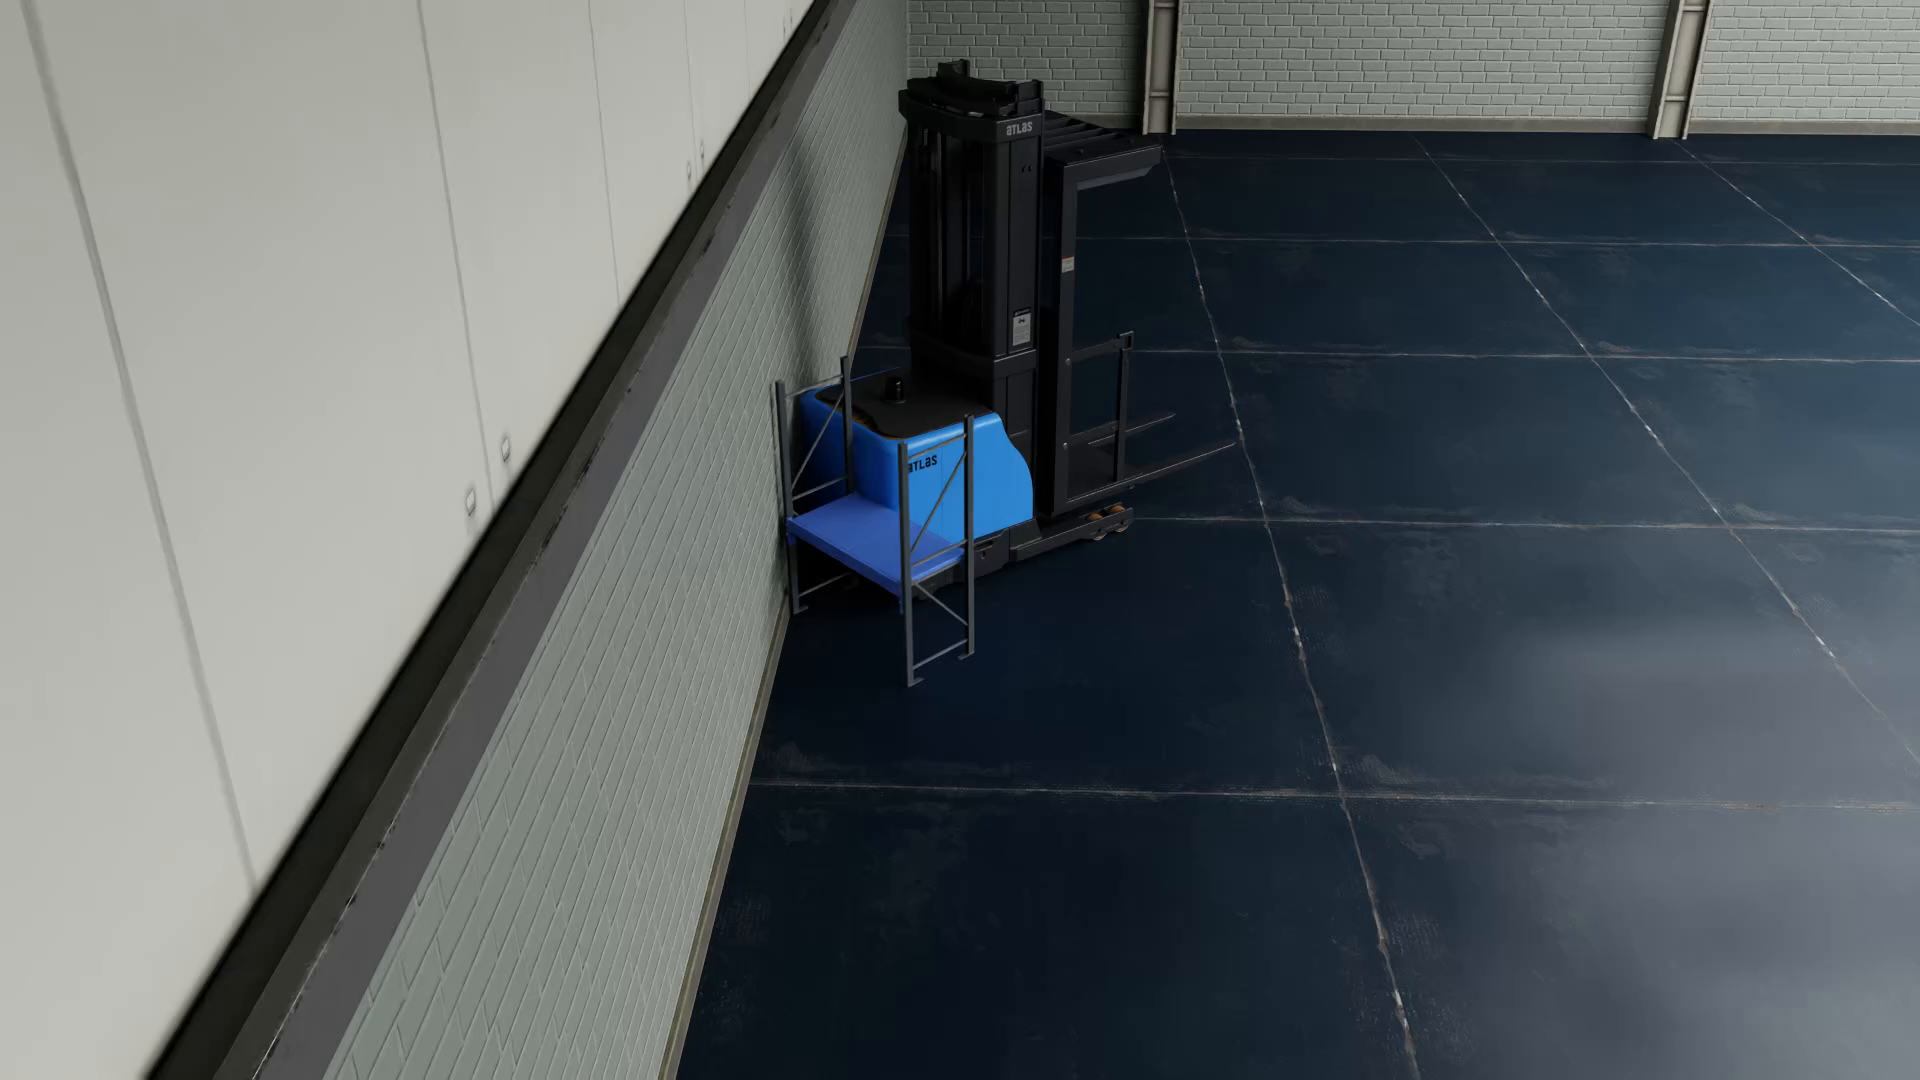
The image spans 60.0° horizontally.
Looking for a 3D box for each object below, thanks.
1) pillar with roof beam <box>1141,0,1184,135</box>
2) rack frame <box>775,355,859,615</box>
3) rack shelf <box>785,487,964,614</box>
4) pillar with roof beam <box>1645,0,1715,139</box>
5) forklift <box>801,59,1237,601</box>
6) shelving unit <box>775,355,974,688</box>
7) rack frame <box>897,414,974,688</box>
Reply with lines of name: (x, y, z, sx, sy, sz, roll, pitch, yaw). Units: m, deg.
pillar with roof beam: (2.218, -6.857, 14.002, 0.400, 9.000, 9.100, 1, 28, 2)
rack frame: (-0.809, -0.298, 9.564, 0.500, 1.500, 0.032, -25, 39, -36)
rack shelf: (-0.463, 0.044, 9.332, 0.538, 0.185, 1.000, -25, 39, -36)
pillar with roof beam: (8.215, -6.758, 13.815, 0.400, 9.000, 9.100, 1, 28, 2)
forklift: (0.502, -1.472, 10.323, 3.031, 2.935, 1.130, -19, 34, -32)
shelving unit: (-0.464, -0.111, 9.241, 0.538, 1.500, 1.048, -25, 39, -36)
rack frame: (-0.119, 0.077, 8.919, 0.500, 1.500, 0.032, -25, 39, -36)
